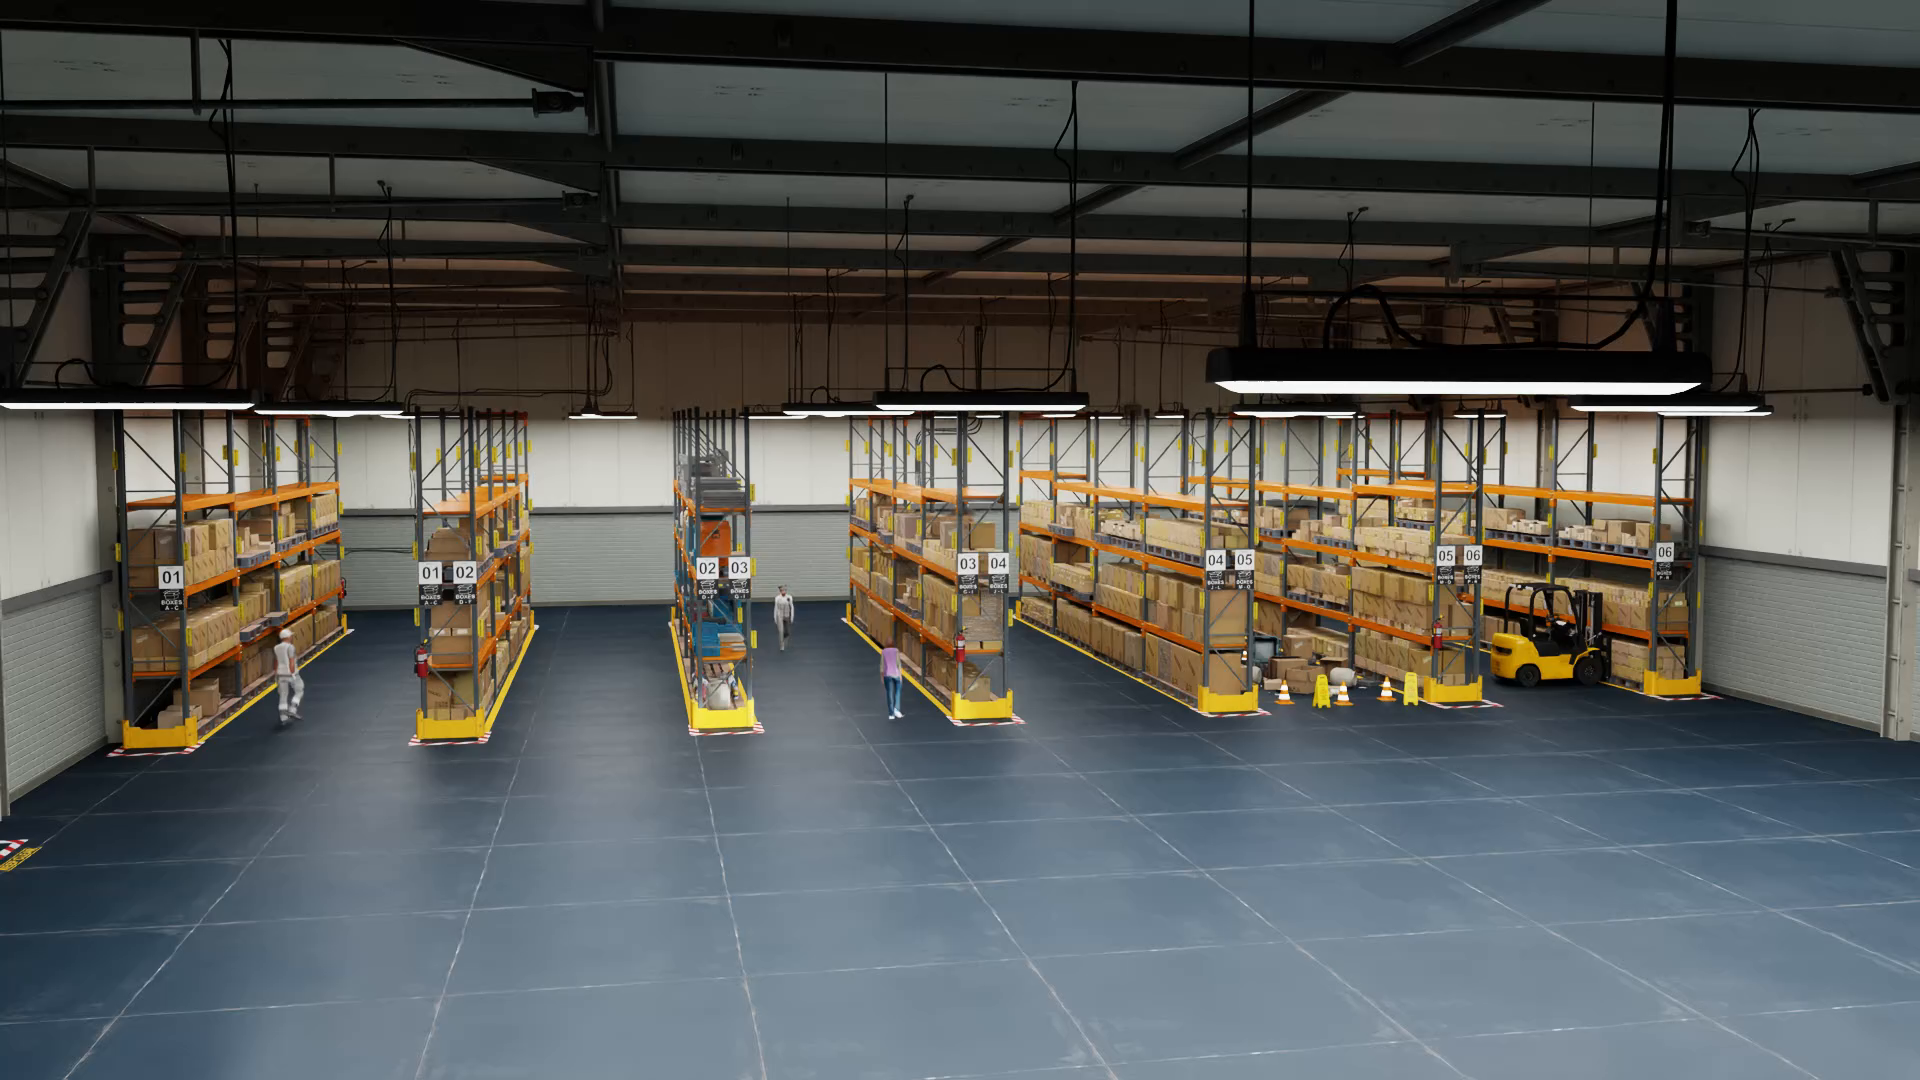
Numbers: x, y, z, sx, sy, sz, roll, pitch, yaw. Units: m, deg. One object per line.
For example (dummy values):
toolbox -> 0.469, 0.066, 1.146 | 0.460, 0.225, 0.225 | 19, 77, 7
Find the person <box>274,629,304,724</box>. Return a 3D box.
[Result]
person -> -12.781, 2.575, 31.552 | 0.543, 1.772, 0.495 | 0, 4, 3

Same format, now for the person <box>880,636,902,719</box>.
person -> -1.330, 2.658, 32.001 | 0.429, 1.609, 0.511 | 0, 4, -2

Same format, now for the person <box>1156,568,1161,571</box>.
person -> 5.600, 1.596, 46.927 | 0.373, 1.612, 0.445 | 2, 5, 31

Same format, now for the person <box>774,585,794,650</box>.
person -> -4.425, 1.919, 41.797 | 0.492, 1.634, 0.853 | -1, 4, -14
